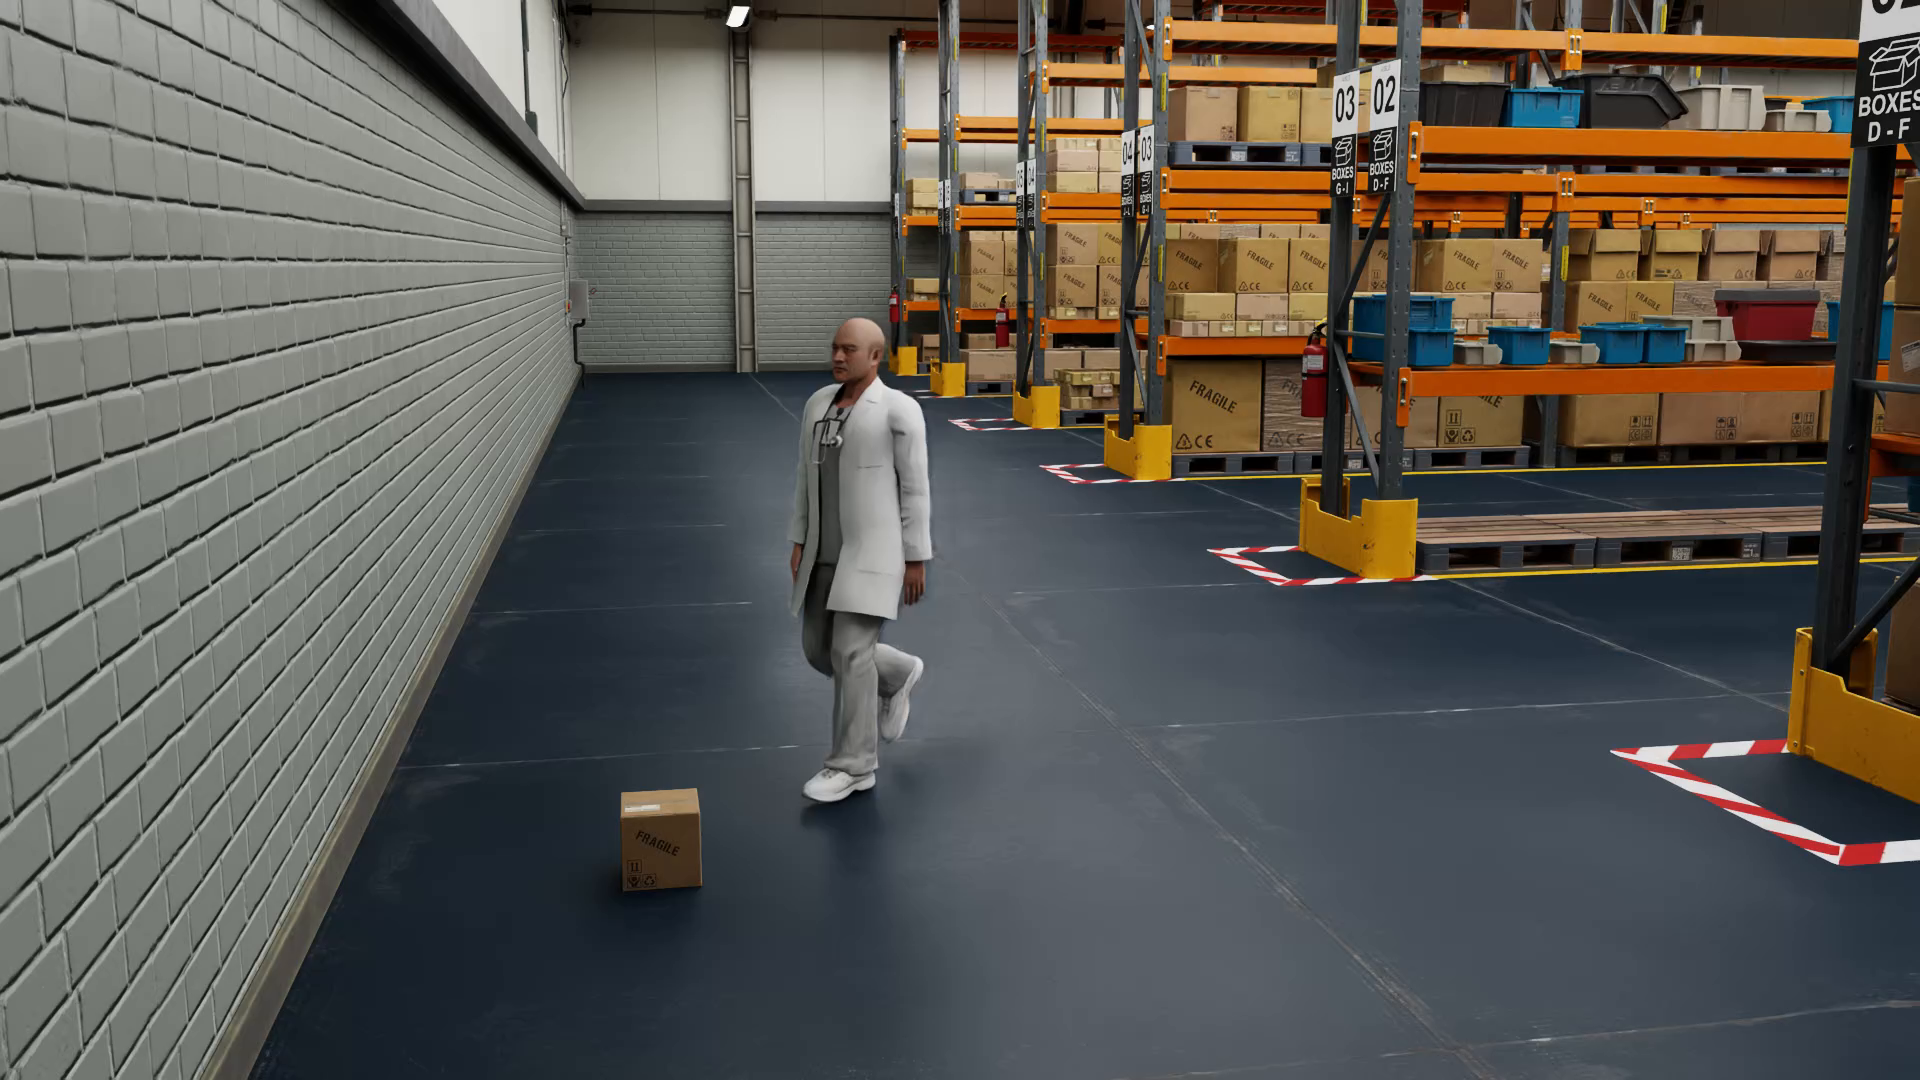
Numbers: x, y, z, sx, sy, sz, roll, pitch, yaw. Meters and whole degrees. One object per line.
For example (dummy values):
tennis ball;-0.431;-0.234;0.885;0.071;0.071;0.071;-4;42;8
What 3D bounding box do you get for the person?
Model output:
person;-0.366;0.040;6.302;0.590;1.754;0.873;7;12;38
